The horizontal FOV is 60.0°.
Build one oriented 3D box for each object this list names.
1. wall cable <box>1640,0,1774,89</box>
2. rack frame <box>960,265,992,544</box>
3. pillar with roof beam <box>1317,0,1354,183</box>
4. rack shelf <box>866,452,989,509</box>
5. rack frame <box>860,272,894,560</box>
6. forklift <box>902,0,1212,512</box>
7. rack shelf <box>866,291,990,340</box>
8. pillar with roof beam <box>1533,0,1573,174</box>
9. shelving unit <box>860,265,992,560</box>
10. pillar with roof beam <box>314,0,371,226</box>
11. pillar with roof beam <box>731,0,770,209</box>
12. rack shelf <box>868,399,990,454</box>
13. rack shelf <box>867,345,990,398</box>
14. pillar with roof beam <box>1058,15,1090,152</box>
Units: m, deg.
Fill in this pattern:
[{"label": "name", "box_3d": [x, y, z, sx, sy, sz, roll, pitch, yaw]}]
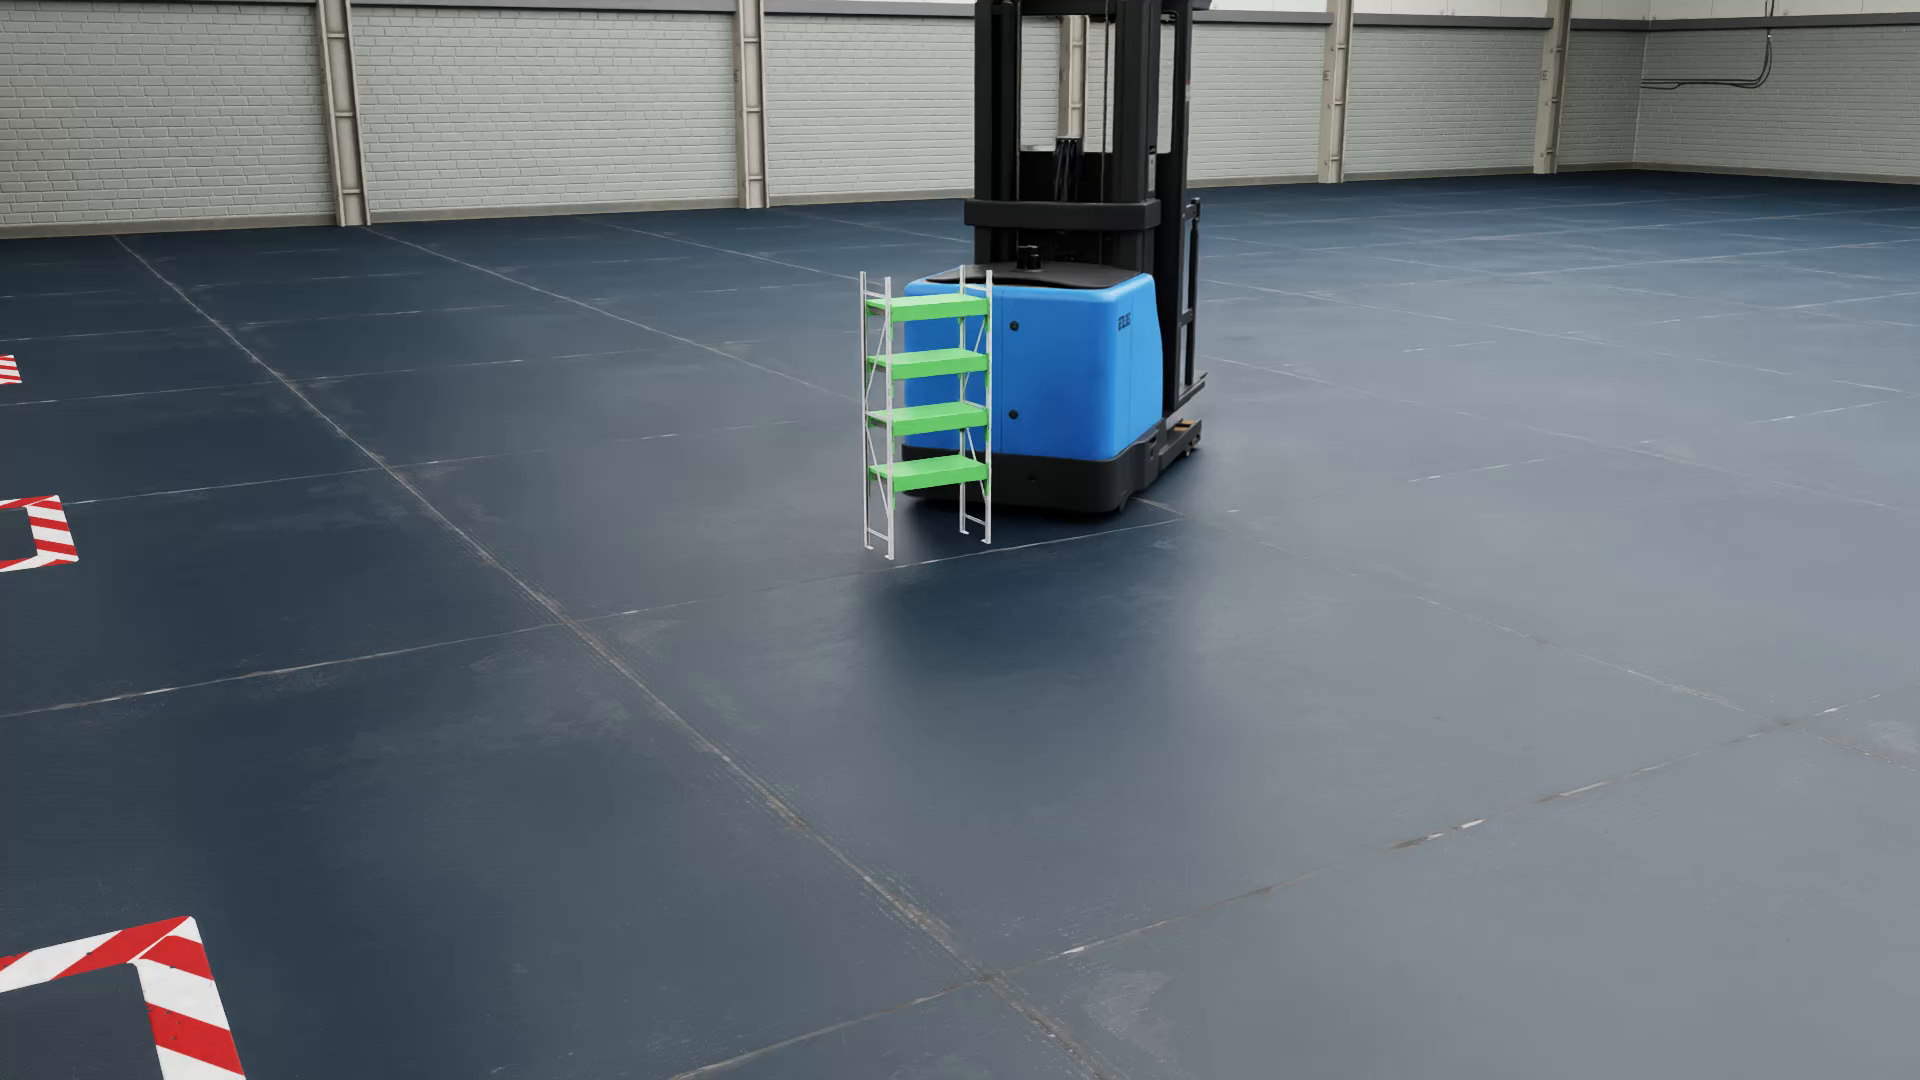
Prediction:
[{"label": "wall cable", "box_3d": [15.431, -10.619, 34.372, 0.112, 2.526, 3.097, -9, 18, -30]}, {"label": "rack frame", "box_3d": [0.067, -0.589, 7.287, 0.015, 1.200, 0.240, -9, 18, -30]}, {"label": "pillar with roof beam", "box_3d": [9.298, -10.180, 27.055, 0.400, 9.000, 9.100, -9, 18, -30]}, {"label": "rack shelf", "box_3d": [-0.142, -0.262, 7.248, 0.480, 0.148, 0.258, -9, 18, -30]}, {"label": "rack frame", "box_3d": [-0.351, -0.521, 7.045, 0.015, 1.200, 0.240, -9, 18, -30]}, {"label": "forklift", "box_3d": [0.700, -1.892, 8.730, 1.130, 2.935, 3.031, 6, 17, 19]}, {"label": "rack shelf", "box_3d": [-0.142, -0.955, 7.053, 0.480, 0.148, 0.258, -9, 18, -30]}, {"label": "pillar with roof beam", "box_3d": [14.441, -11.014, 30.030, 0.400, 9.000, 9.100, -9, 18, -30]}, {"label": "shelving unit", "box_3d": [-0.142, -0.555, 7.166, 0.503, 1.200, 0.258, -9, 18, -30]}, {"label": "pillar with roof beam", "box_3d": [-6.131, -7.678, 18.129, 0.400, 9.000, 9.100, -9, 18, -30]}, {"label": "pillar with roof beam", "box_3d": [-0.988, -8.512, 21.104, 0.400, 9.000, 9.100, -9, 18, -30]}, {"label": "rack shelf", "box_3d": [-0.142, -0.493, 7.183, 0.480, 0.148, 0.258, -9, 18, -30]}, {"label": "rack shelf", "box_3d": [-0.142, -0.724, 7.118, 0.480, 0.148, 0.258, -9, 18, -30]}, {"label": "pillar with roof beam", "box_3d": [4.155, -9.346, 24.080, 0.400, 9.000, 9.100, -9, 18, -30]}]
